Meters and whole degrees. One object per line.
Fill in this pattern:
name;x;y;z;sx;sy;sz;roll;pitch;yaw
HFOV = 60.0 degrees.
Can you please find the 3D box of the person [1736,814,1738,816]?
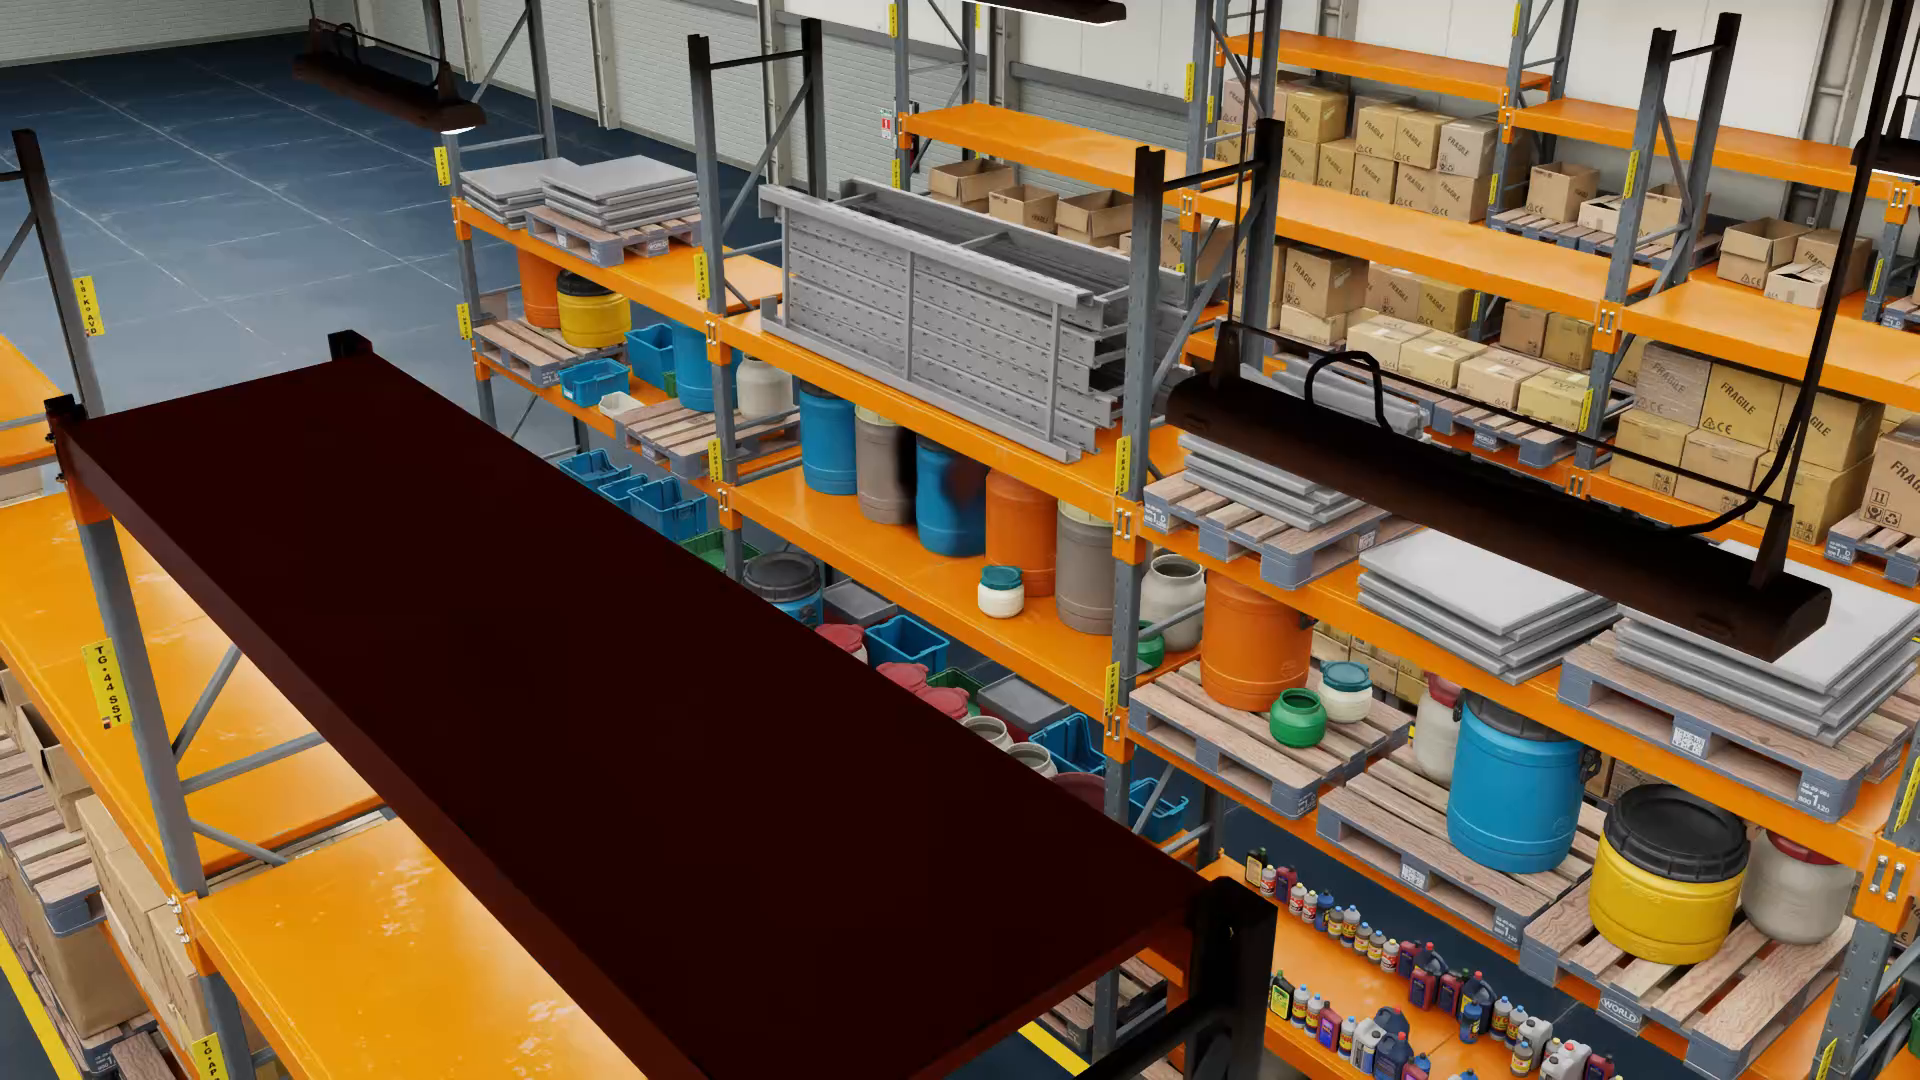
person;5.010;2.344;11.237;0.419;1.551;0.823;-22;34;-36
